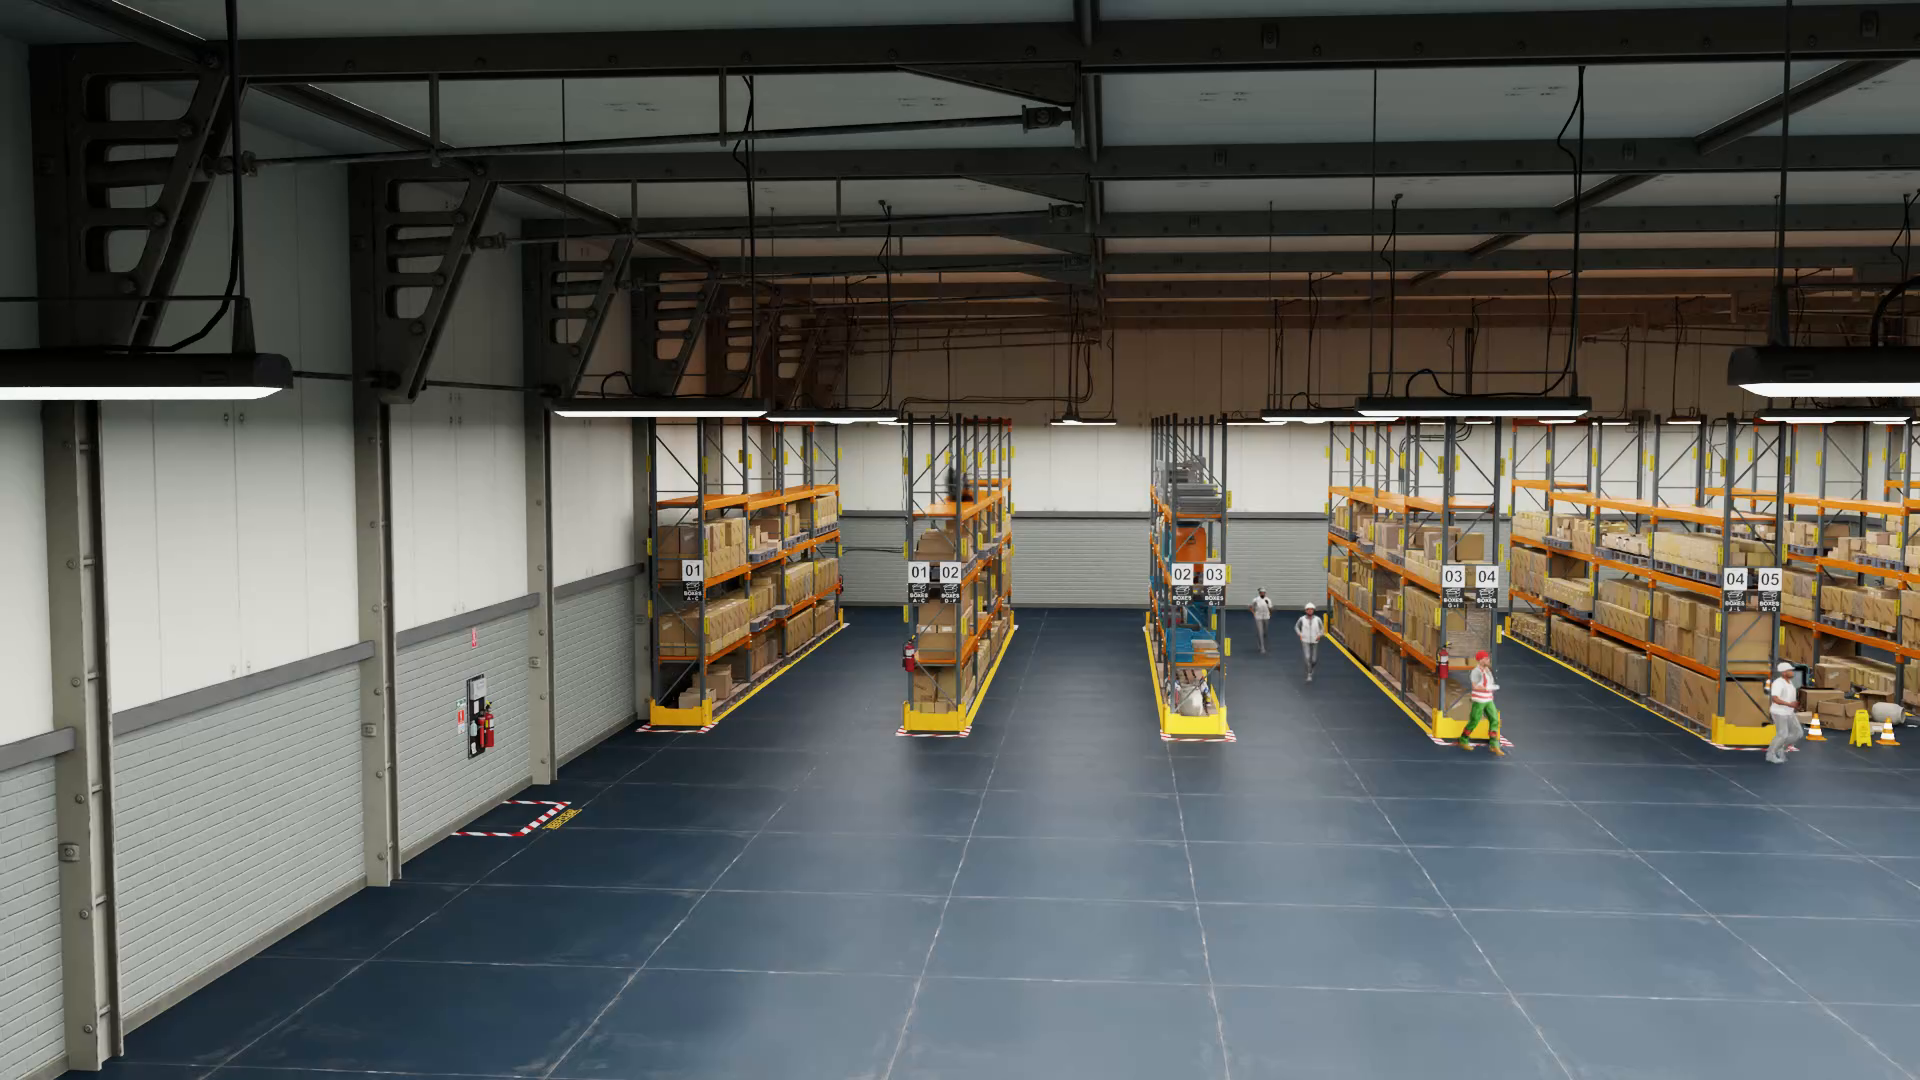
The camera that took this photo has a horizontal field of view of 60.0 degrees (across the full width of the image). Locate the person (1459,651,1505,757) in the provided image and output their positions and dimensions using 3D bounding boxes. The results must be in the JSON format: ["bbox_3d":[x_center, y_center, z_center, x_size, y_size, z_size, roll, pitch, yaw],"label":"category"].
[{"bbox_3d":[9.152,2.843,29.110,0.672,1.815,0.829,-3,5,-40],"label":"person"}]

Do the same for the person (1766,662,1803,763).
[{"bbox_3d":[14.046,2.944,28.287,0.698,1.734,0.626,-3,5,-40],"label":"person"}]

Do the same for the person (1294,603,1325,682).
[{"bbox_3d":[7.951,2.305,37.811,0.673,1.753,0.789,0,4,5],"label":"person"}]

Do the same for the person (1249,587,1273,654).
[{"bbox_3d":[7.713,2.034,42.512,0.579,1.700,0.819,0,4,-3],"label":"person"}]
